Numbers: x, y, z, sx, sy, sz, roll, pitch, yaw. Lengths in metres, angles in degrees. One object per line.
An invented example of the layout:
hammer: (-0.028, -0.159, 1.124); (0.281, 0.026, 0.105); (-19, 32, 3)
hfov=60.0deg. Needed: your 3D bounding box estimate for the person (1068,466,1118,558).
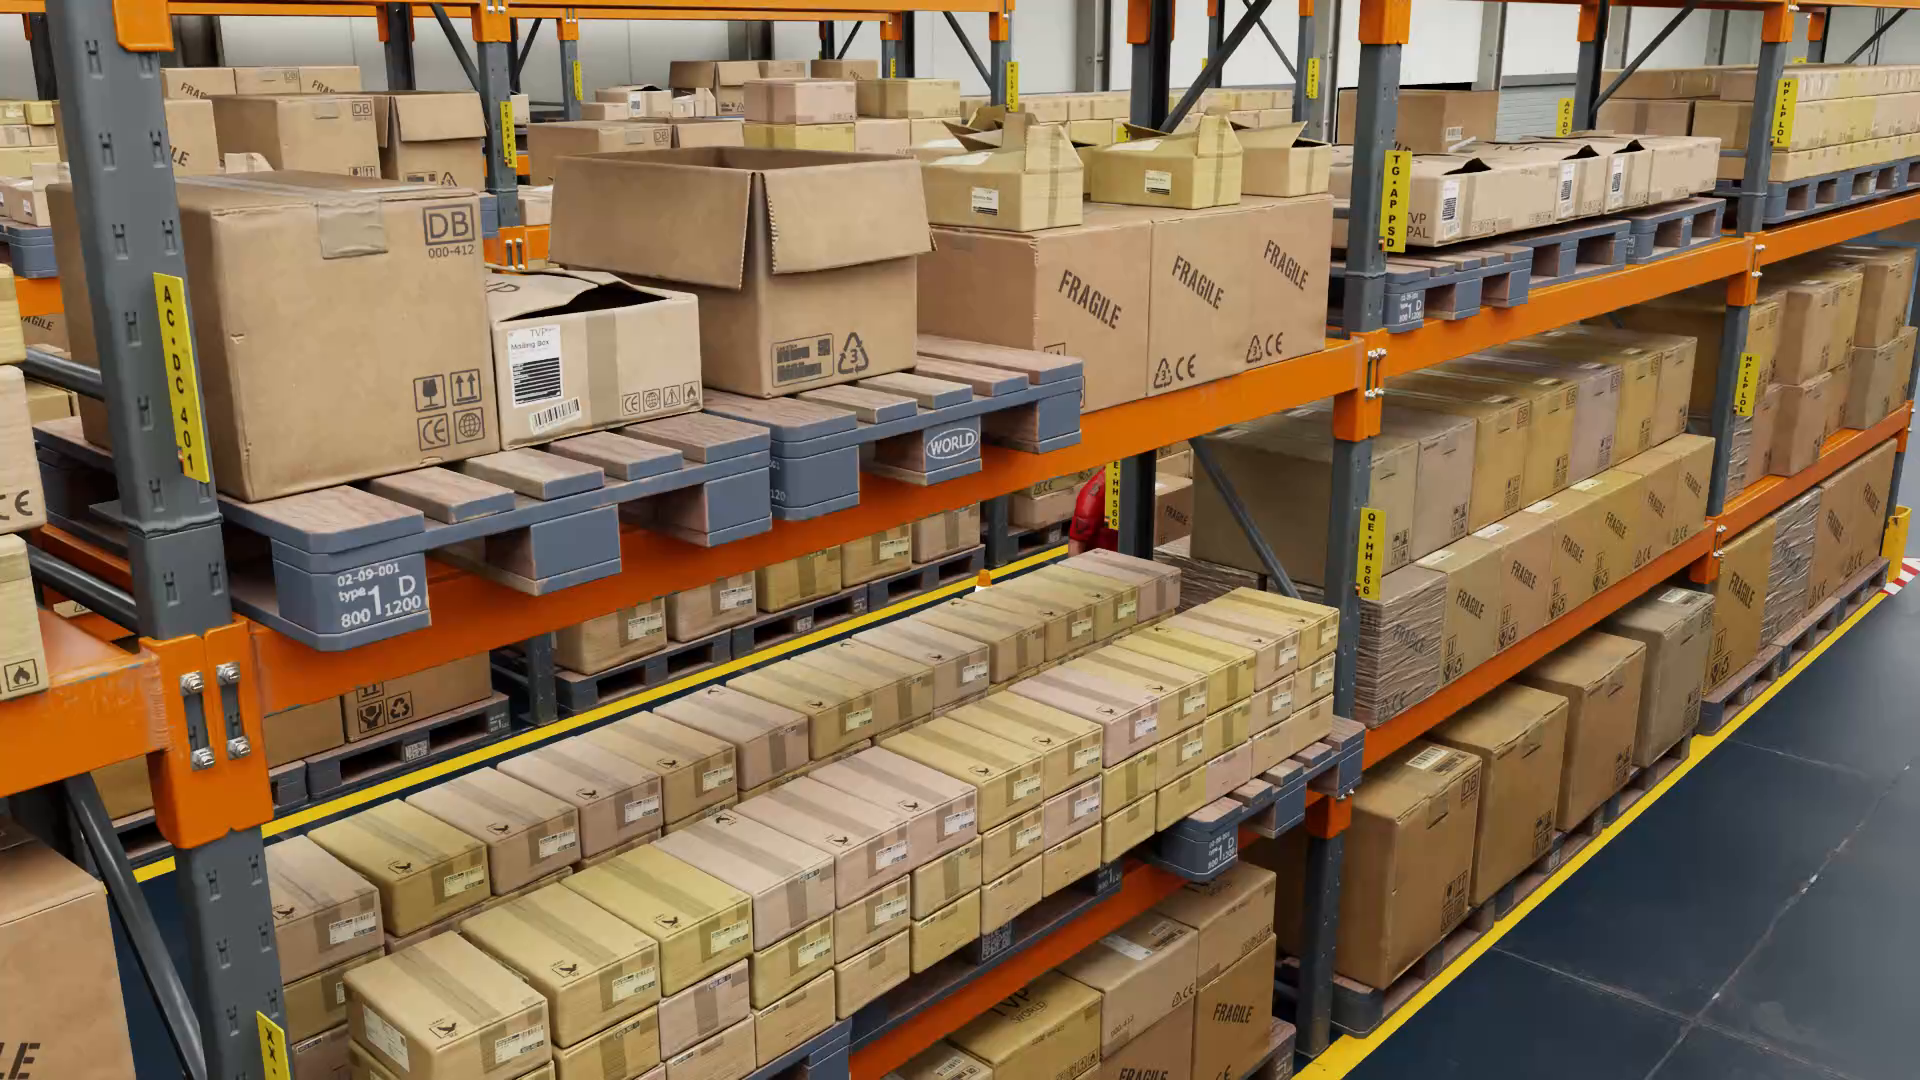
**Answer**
person: (0.819, 0.267, 9.180); (0.390, 1.727, 0.586); (14, 22, 39)
